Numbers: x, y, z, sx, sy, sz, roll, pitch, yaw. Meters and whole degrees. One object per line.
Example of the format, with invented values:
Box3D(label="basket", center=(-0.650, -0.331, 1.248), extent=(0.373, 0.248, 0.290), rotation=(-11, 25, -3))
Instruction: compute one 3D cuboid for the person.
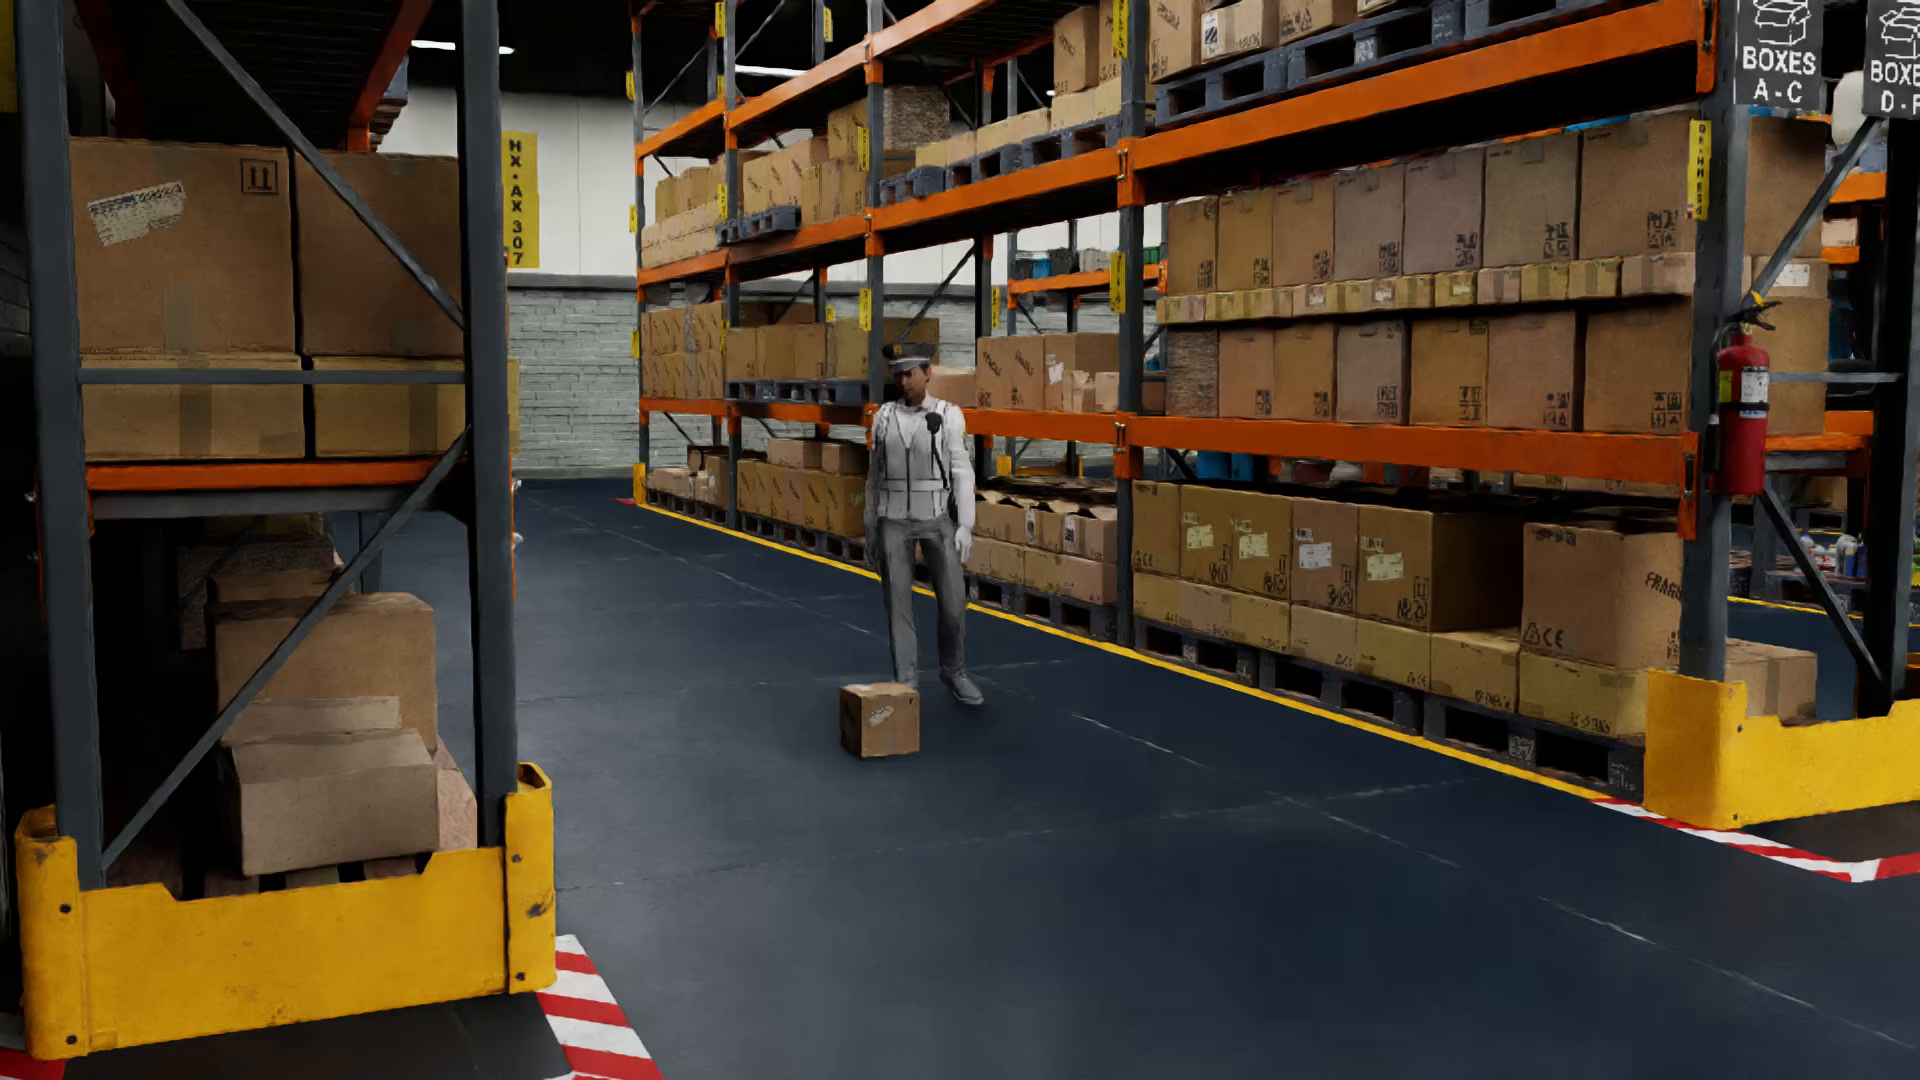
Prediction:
Box3D(label="person", center=(-0.181, -0.052, 7.462), extent=(0.537, 1.667, 0.530), rotation=(1, 6, 11))
